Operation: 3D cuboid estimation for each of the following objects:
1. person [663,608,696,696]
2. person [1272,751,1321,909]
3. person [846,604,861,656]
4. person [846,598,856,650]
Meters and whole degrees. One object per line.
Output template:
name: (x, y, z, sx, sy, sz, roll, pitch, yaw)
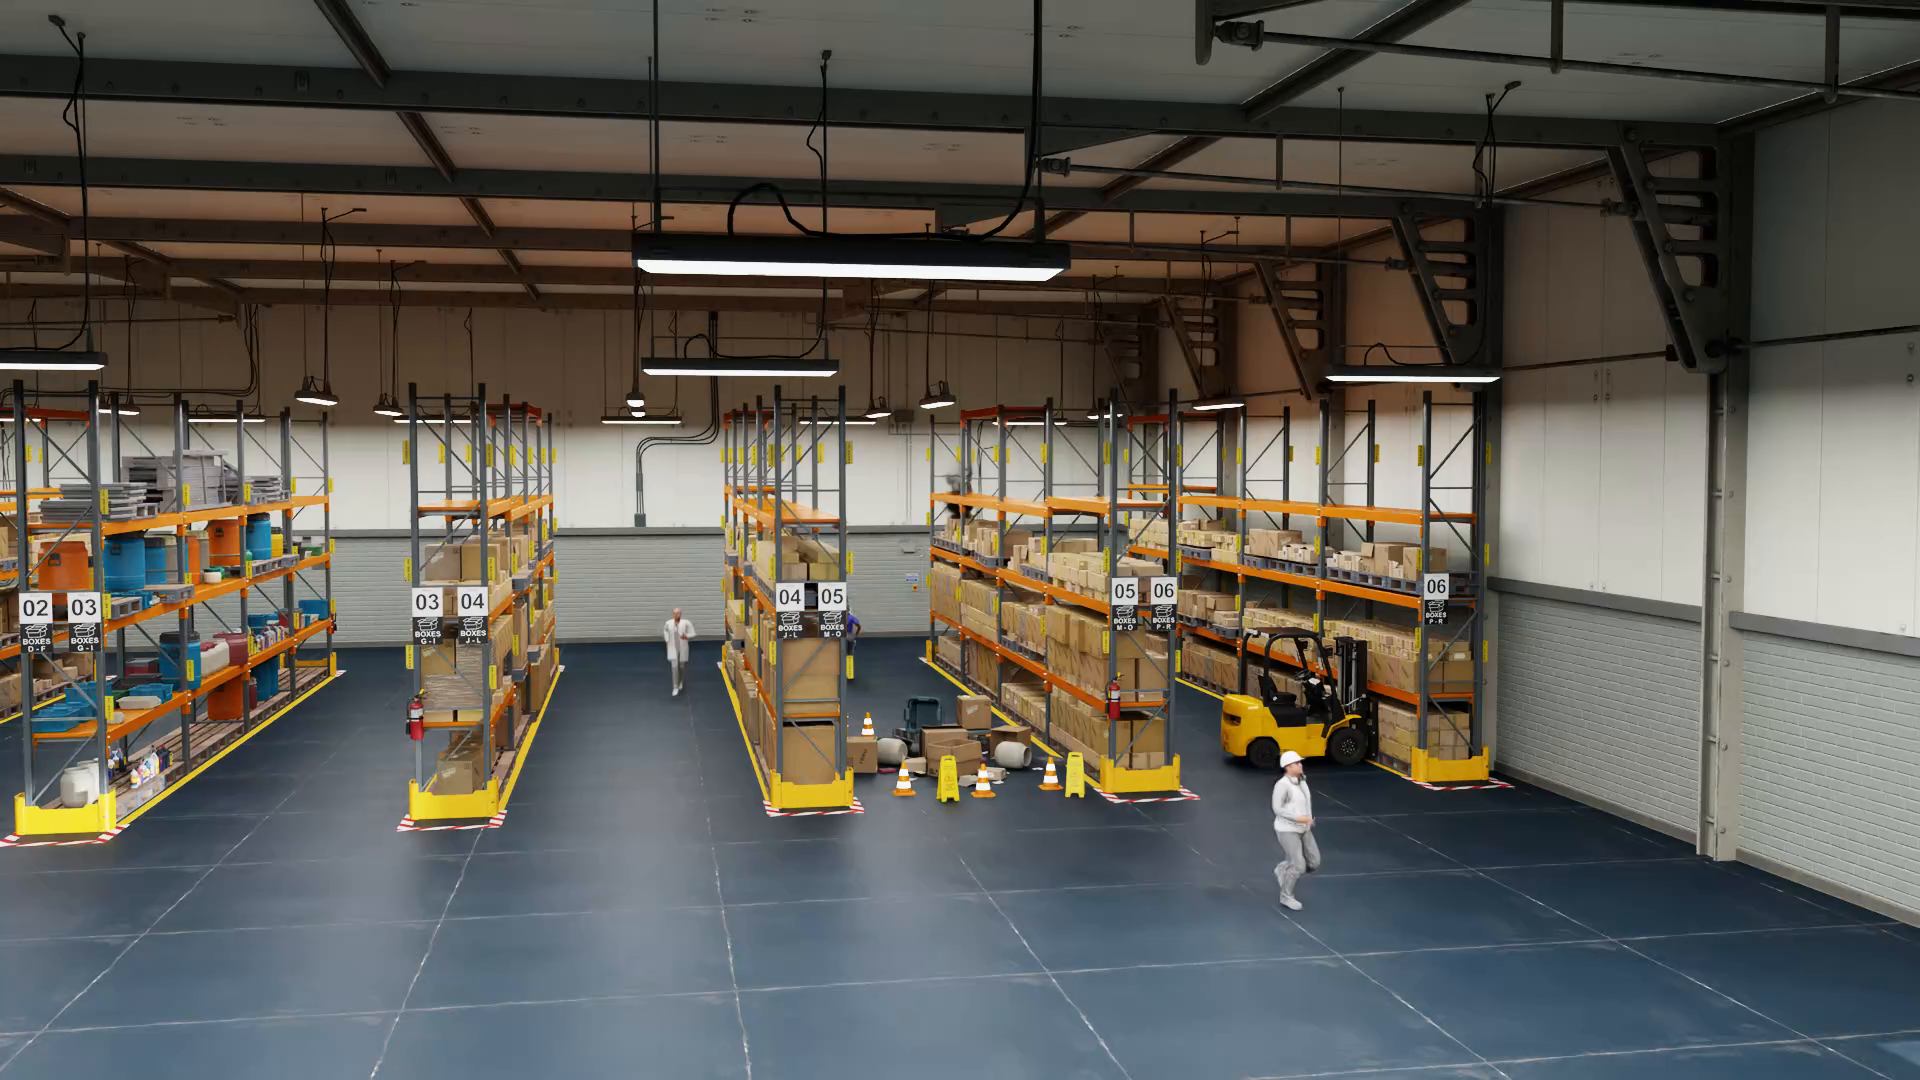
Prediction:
person: (-5.919, 2.436, 35.062, 0.688, 1.599, 0.975, 0, 3, -5)
person: (3.712, 3.203, 18.433, 0.591, 1.737, 0.698, 2, 4, 40)
person: (-2.554, 2.260, 37.537, 0.563, 1.635, 0.932, -1, 3, -18)
person: (-2.860, 2.149, 41.042, 0.651, 1.565, 0.536, -1, 3, -19)
